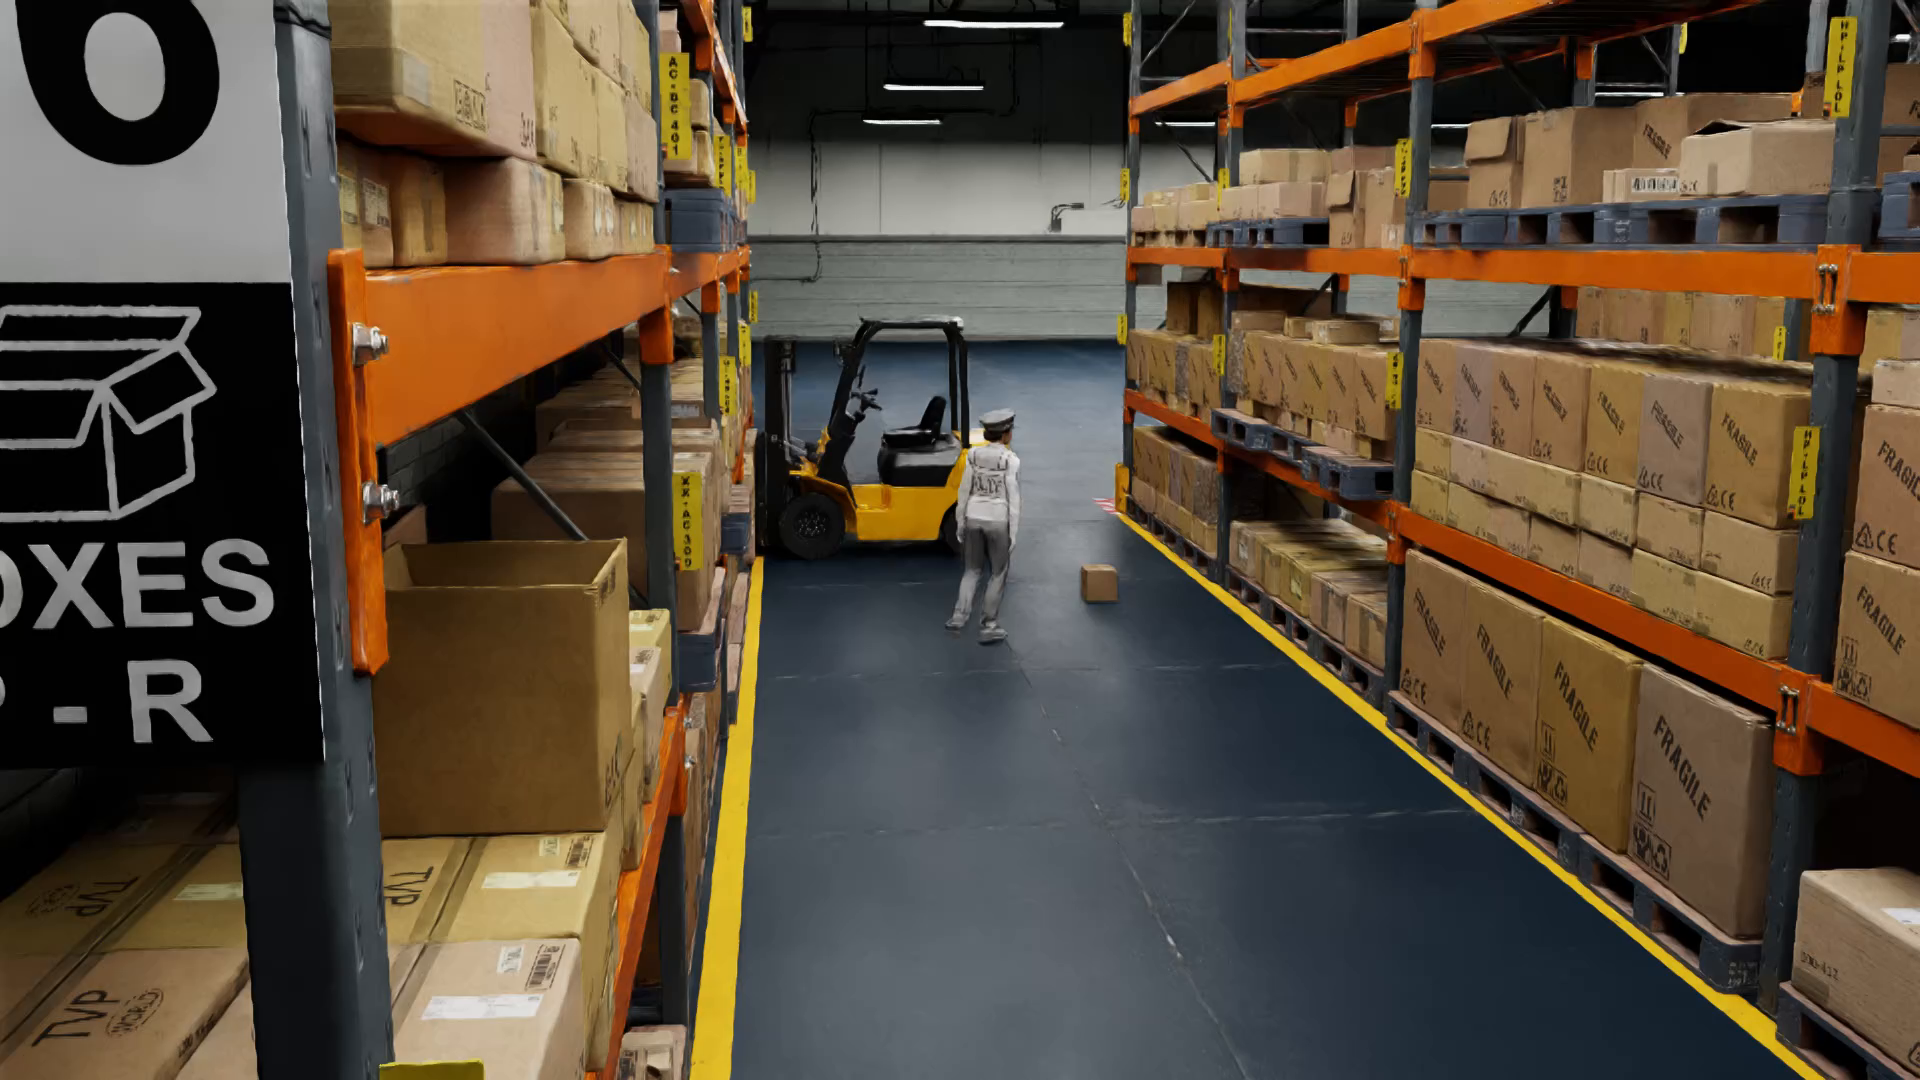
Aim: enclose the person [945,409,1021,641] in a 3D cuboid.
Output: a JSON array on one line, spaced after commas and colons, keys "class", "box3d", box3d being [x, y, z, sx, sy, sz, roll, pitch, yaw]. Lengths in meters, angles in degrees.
[{"class": "person", "box3d": [0.176, -0.090, 11.863, 0.522, 1.670, 0.532, 6, 12, 29]}]
